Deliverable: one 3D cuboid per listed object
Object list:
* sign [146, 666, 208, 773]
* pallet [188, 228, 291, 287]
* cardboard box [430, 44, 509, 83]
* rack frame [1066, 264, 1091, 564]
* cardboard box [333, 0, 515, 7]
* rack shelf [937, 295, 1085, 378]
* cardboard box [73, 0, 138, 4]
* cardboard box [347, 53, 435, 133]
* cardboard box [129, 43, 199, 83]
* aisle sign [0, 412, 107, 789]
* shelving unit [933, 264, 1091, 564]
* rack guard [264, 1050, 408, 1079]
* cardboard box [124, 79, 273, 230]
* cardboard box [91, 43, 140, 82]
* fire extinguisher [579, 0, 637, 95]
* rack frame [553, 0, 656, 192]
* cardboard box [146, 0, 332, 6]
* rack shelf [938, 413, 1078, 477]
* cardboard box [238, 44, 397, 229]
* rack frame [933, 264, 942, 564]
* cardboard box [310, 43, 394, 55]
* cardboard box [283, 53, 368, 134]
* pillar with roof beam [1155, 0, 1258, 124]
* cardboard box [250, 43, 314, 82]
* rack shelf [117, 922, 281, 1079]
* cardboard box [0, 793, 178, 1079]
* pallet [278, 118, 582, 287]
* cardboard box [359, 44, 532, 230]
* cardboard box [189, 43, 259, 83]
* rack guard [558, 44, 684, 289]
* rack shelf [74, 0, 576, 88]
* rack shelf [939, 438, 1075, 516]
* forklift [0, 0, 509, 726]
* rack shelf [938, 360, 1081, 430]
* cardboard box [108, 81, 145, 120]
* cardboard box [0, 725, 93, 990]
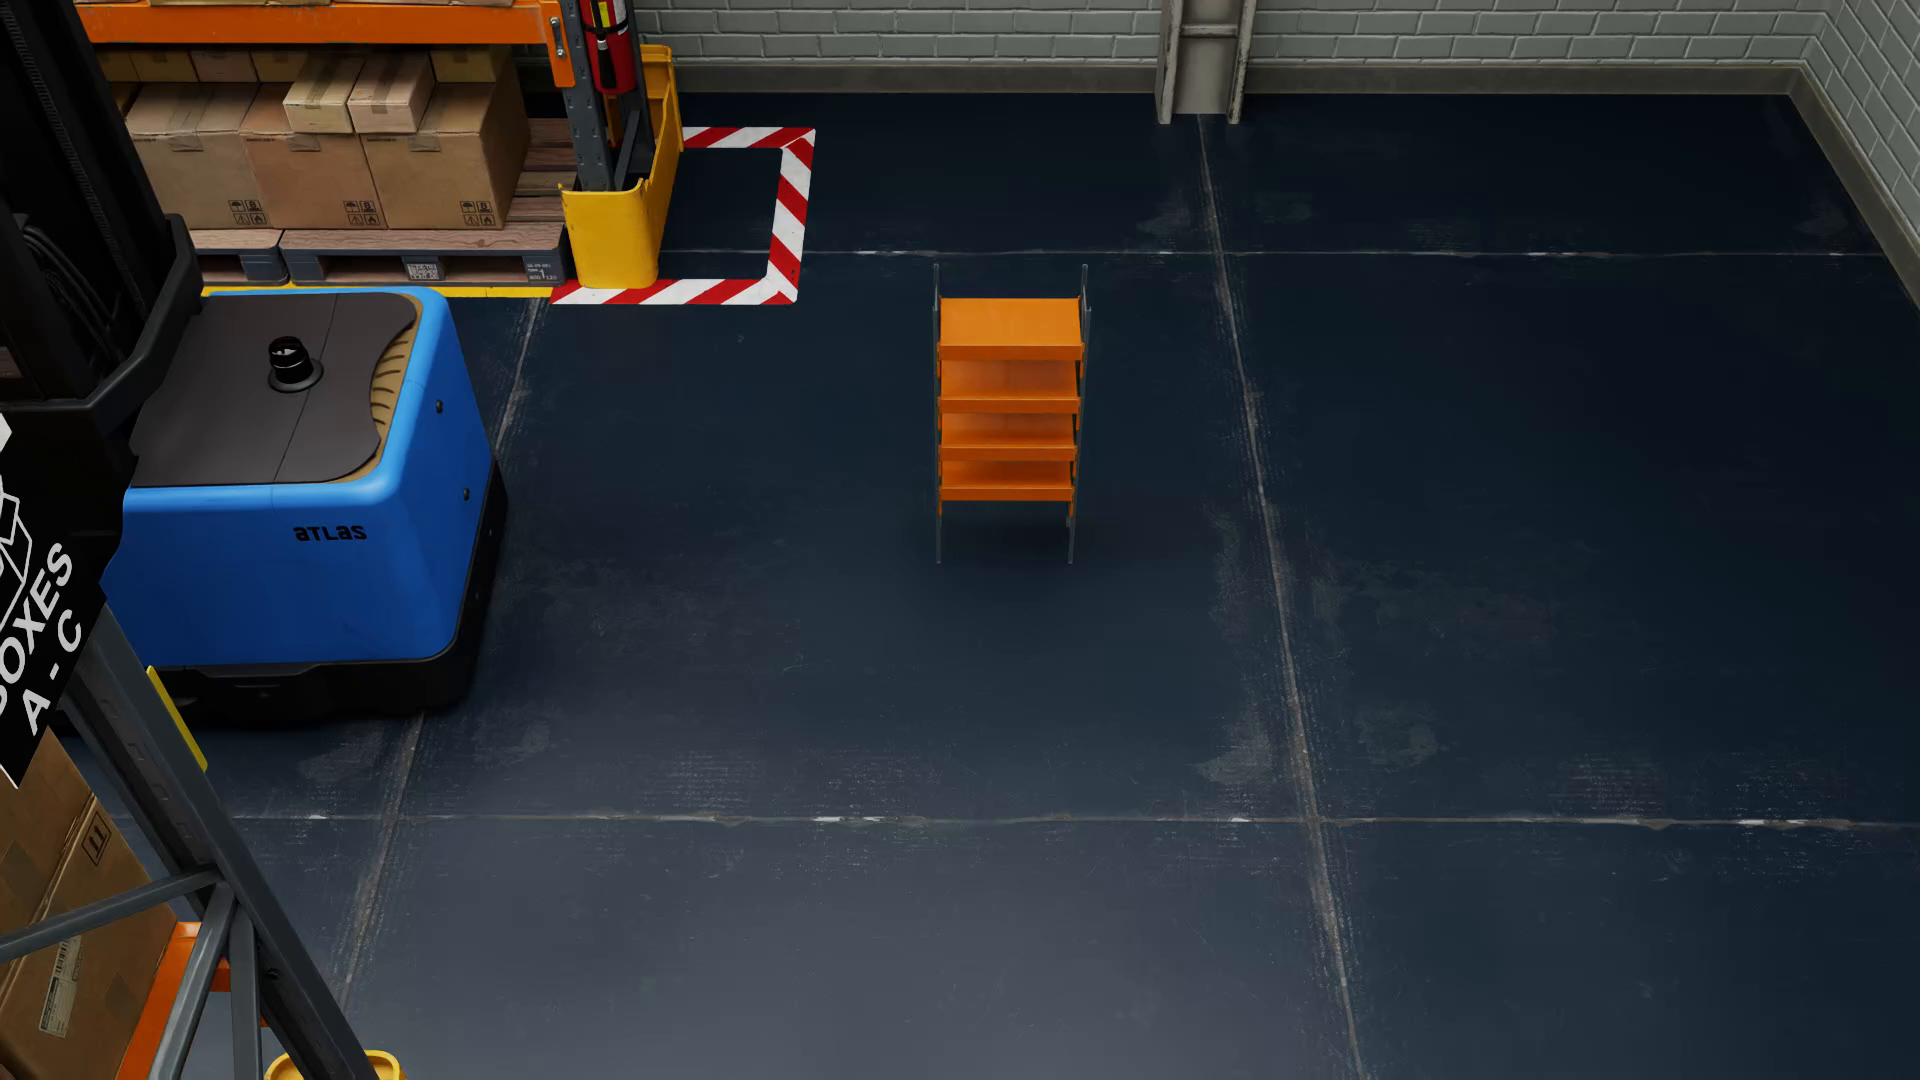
[{"bbox_3d":[-1.542,0.385,3.251,0.005,0.325,0.100,0,47,0],"label":"sign"},{"bbox_3d":[-3.545,-1.549,7.548,1.213,0.211,1.003,0,47,0],"label":"pallet"},{"bbox_3d":[-2.103,-2.136,7.167,0.250,0.149,0.380,0,47,0],"label":"cardboard box"},{"bbox_3d":[0.410,-0.408,5.810,0.015,1.200,0.240,0,47,0],"label":"rack frame"},{"bbox_3d":[-2.039,-2.645,6.458,0.700,0.700,0.980,2,47,2],"label":"cardboard box"},{"bbox_3d":[0.166,-0.676,5.523,0.480,0.148,0.258,0,47,0],"label":"rack shelf"},{"bbox_3d":[-3.529,-2.648,6.461,0.700,0.700,0.980,-2,47,-2],"label":"cardboard box"},{"bbox_3d":[-2.358,-1.857,6.907,0.250,0.149,0.380,0,47,0],"label":"cardboard box"},{"bbox_3d":[-3.371,-2.138,7.169,0.250,0.149,0.380,1,47,1],"label":"cardboard box"},{"bbox_3d":[-1.474,-0.024,2.447,0.004,0.787,0.394,0,47,0],"label":"aisle sign"},{"bbox_3d":[0.166,-0.408,5.810,0.503,1.200,0.258,0,47,0],"label":"shelving unit"},{"bbox_3d":[-1.619,1.928,4.114,0.348,0.500,1.175,0,47,0],"label":"rack guard"},{"bbox_3d":[-3.232,-1.771,7.270,0.500,0.500,0.700,-1,47,-1],"label":"cardboard box"},{"bbox_3d":[-3.624,-2.139,7.170,0.250,0.149,0.380,-1,47,-1],"label":"cardboard box"},{"bbox_3d":[-1.380,-2.057,6.423,0.183,0.674,0.296,0,47,0],"label":"fire extinguisher"},{"bbox_3d":[-1.529,-2.549,6.573,0.127,3.000,1.000,0,47,0],"label":"rack frame"},{"bbox_3d":[-2.766,-2.639,6.452,0.700,0.700,0.980,0,47,0],"label":"cardboard box"},{"bbox_3d":[0.166,-0.362,5.860,0.480,0.148,0.258,0,47,0],"label":"rack shelf"},{"bbox_3d":[-2.729,-1.771,7.270,0.500,0.500,0.700,0,47,0],"label":"cardboard box"},{"bbox_3d":[-0.078,-0.409,5.811,0.015,1.200,0.240,0,47,0],"label":"rack frame"},{"bbox_3d":[-2.610,-2.137,7.168,0.250,0.149,0.380,0,47,0],"label":"cardboard box"},{"bbox_3d":[-2.614,-1.857,6.907,0.250,0.149,0.380,1,47,1],"label":"cardboard box"},{"bbox_3d":[1.159,-2.068,2.027,0.400,9.000,9.100,0,47,0],"label":"pillar with roof beam"},{"bbox_3d":[-2.860,-2.138,7.169,0.250,0.149,0.380,1,47,0],"label":"cardboard box"},{"bbox_3d":[-3.543,1.317,3.467,4.000,0.370,1.077,0,47,0],"label":"rack shelf"},{"bbox_3d":[-1.986,0.849,3.343,0.500,0.500,0.500,1,47,1],"label":"cardboard box"},{"bbox_3d":[-2.329,-1.544,7.543,1.213,0.211,1.003,0,47,0],"label":"pallet"},{"bbox_3d":[-2.229,-1.769,7.268,0.500,0.500,0.700,0,47,0],"label":"cardboard box"},{"bbox_3d":[-3.115,-2.138,7.169,0.250,0.149,0.380,1,47,1],"label":"cardboard box"},{"bbox_3d":[-1.505,-1.697,7.488,0.348,0.500,1.175,0,47,0],"label":"rack guard"},{"bbox_3d":[-3.529,-2.309,6.842,4.000,0.370,1.077,0,47,0],"label":"rack shelf"},{"bbox_3d":[0.166,-0.227,6.005,0.480,0.148,0.258,0,47,0],"label":"rack shelf"},{"bbox_3d":[-3.201,-0.731,4.928,3.031,2.935,1.130,-2,47,-2],"label":"forklift"},{"bbox_3d":[0.166,-0.515,5.696,0.480,0.148,0.258,0,47,0],"label":"rack shelf"},{"bbox_3d":[-3.766,-1.767,7.267,0.500,0.500,0.700,1,47,1],"label":"cardboard box"},{"bbox_3d":[-1.986,0.508,2.977,0.500,0.500,0.500,1,47,1],"label":"cardboard box"}]
